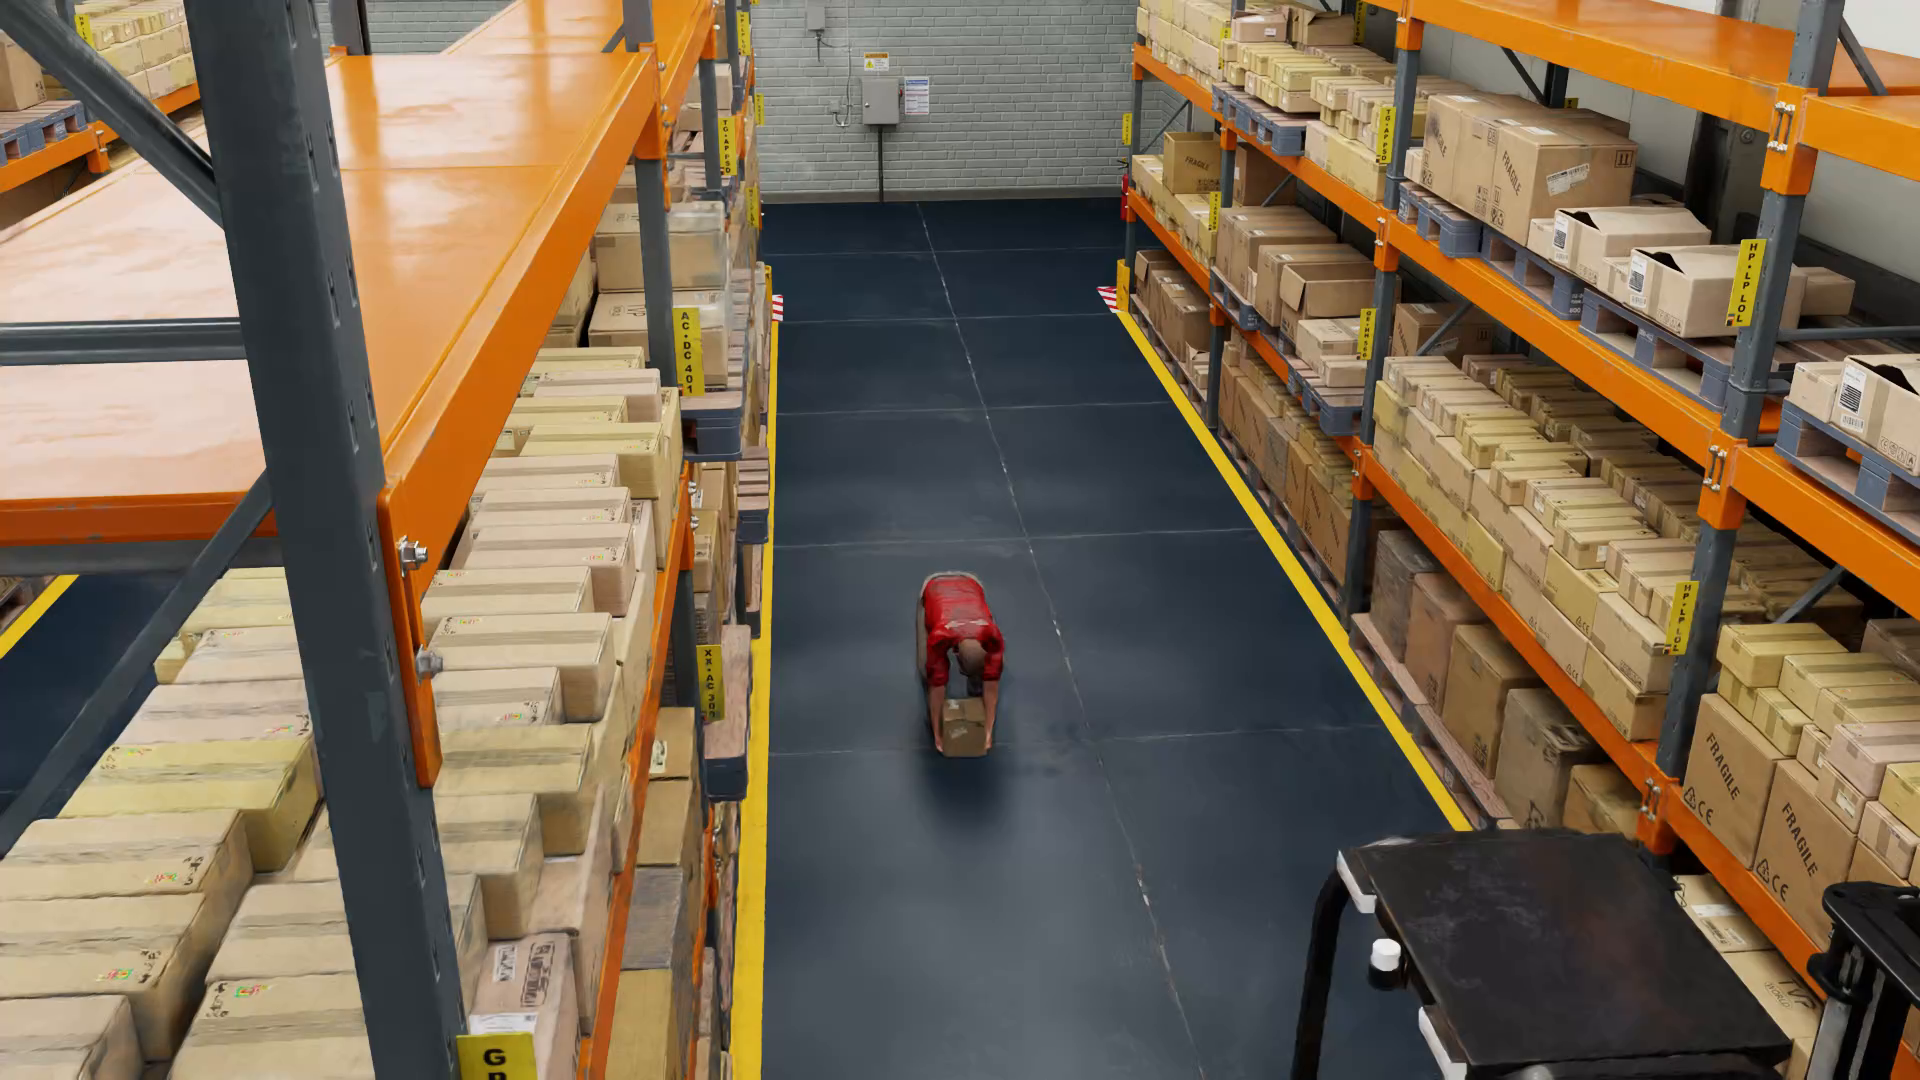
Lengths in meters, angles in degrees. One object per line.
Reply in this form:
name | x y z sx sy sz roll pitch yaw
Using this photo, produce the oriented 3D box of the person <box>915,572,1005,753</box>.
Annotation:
person | 0.006 0.710 9.808 0.536 0.878 0.956 -3 24 -7
